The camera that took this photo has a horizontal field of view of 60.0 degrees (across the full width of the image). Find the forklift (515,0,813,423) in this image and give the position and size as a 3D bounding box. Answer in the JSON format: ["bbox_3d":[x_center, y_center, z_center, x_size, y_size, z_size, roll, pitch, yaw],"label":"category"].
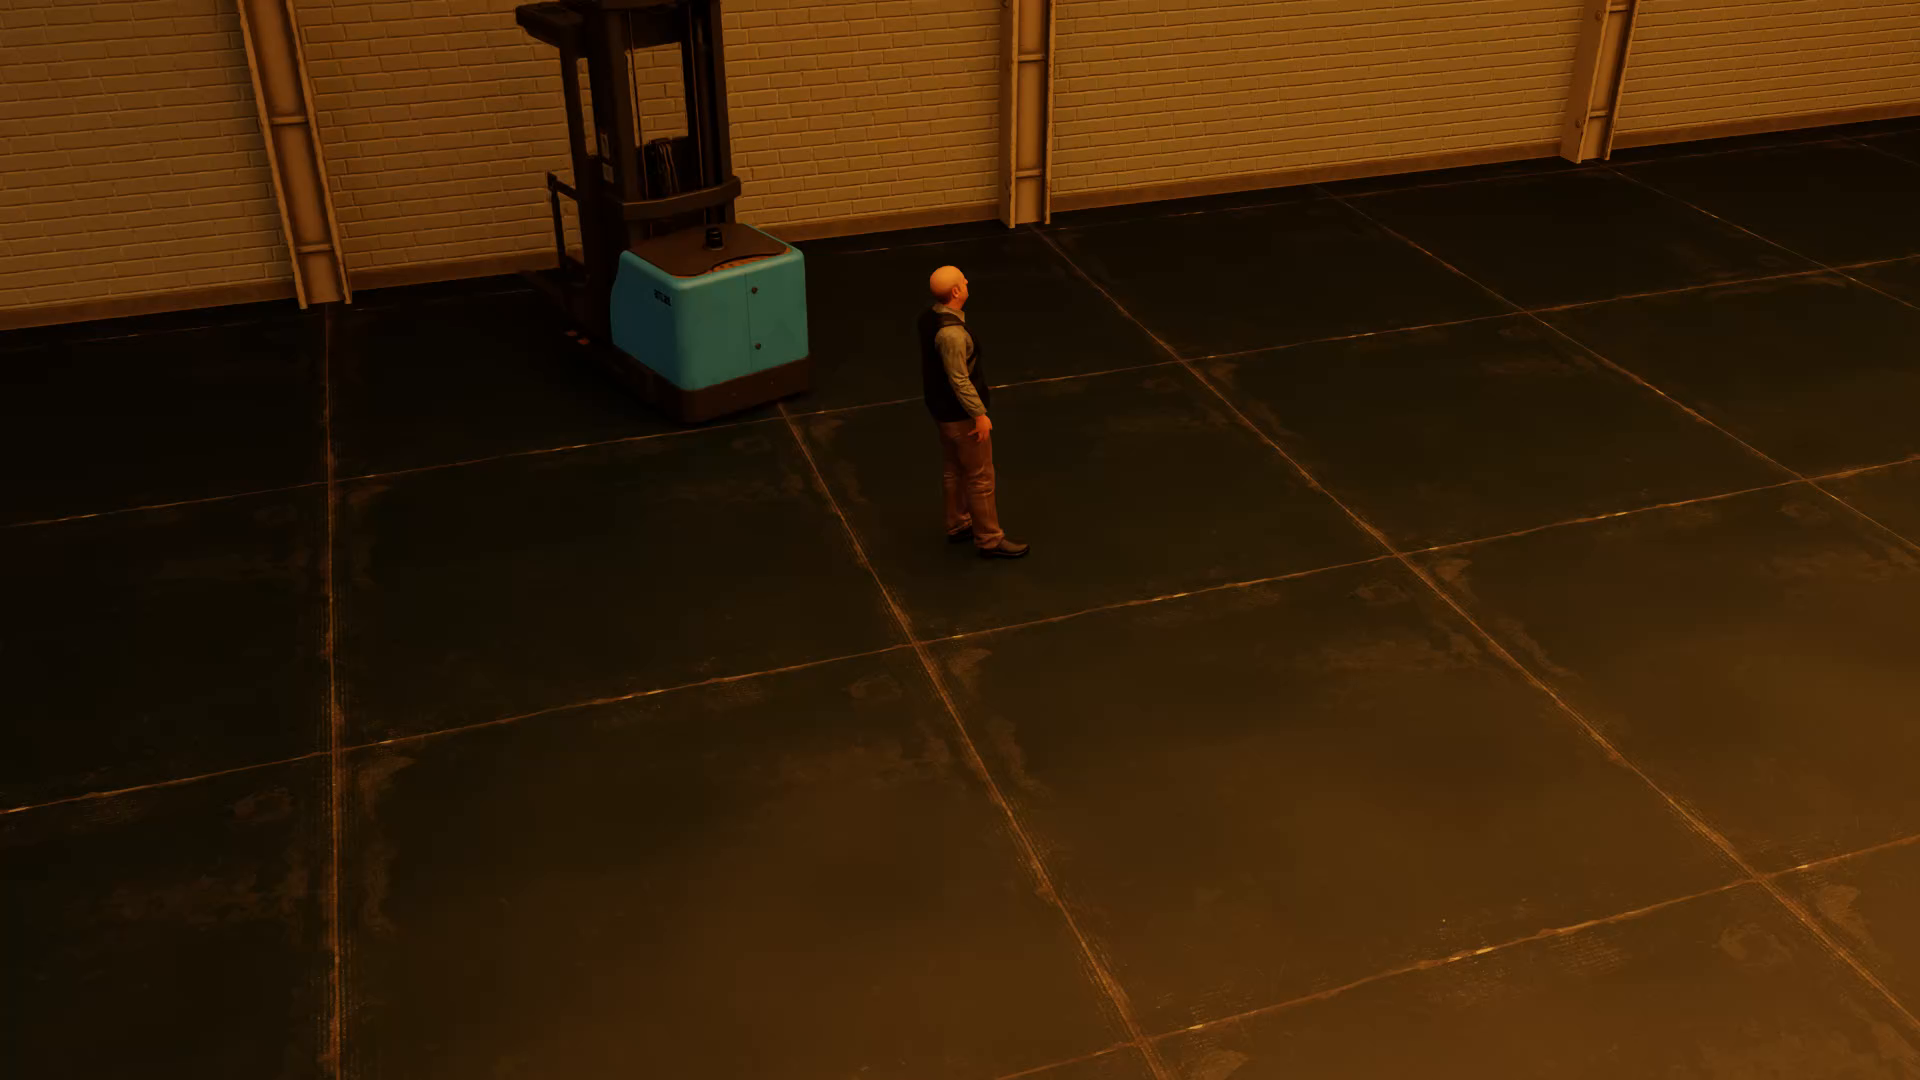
[{"bbox_3d":[-2.345,-2.733,11.837,1.130,2.935,3.031,-21,36,-32],"label":"forklift"}]

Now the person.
[{"bbox_3d":[0.062,-0.759,9.605,0.566,1.722,0.633,-10,31,-16],"label":"person"}]
